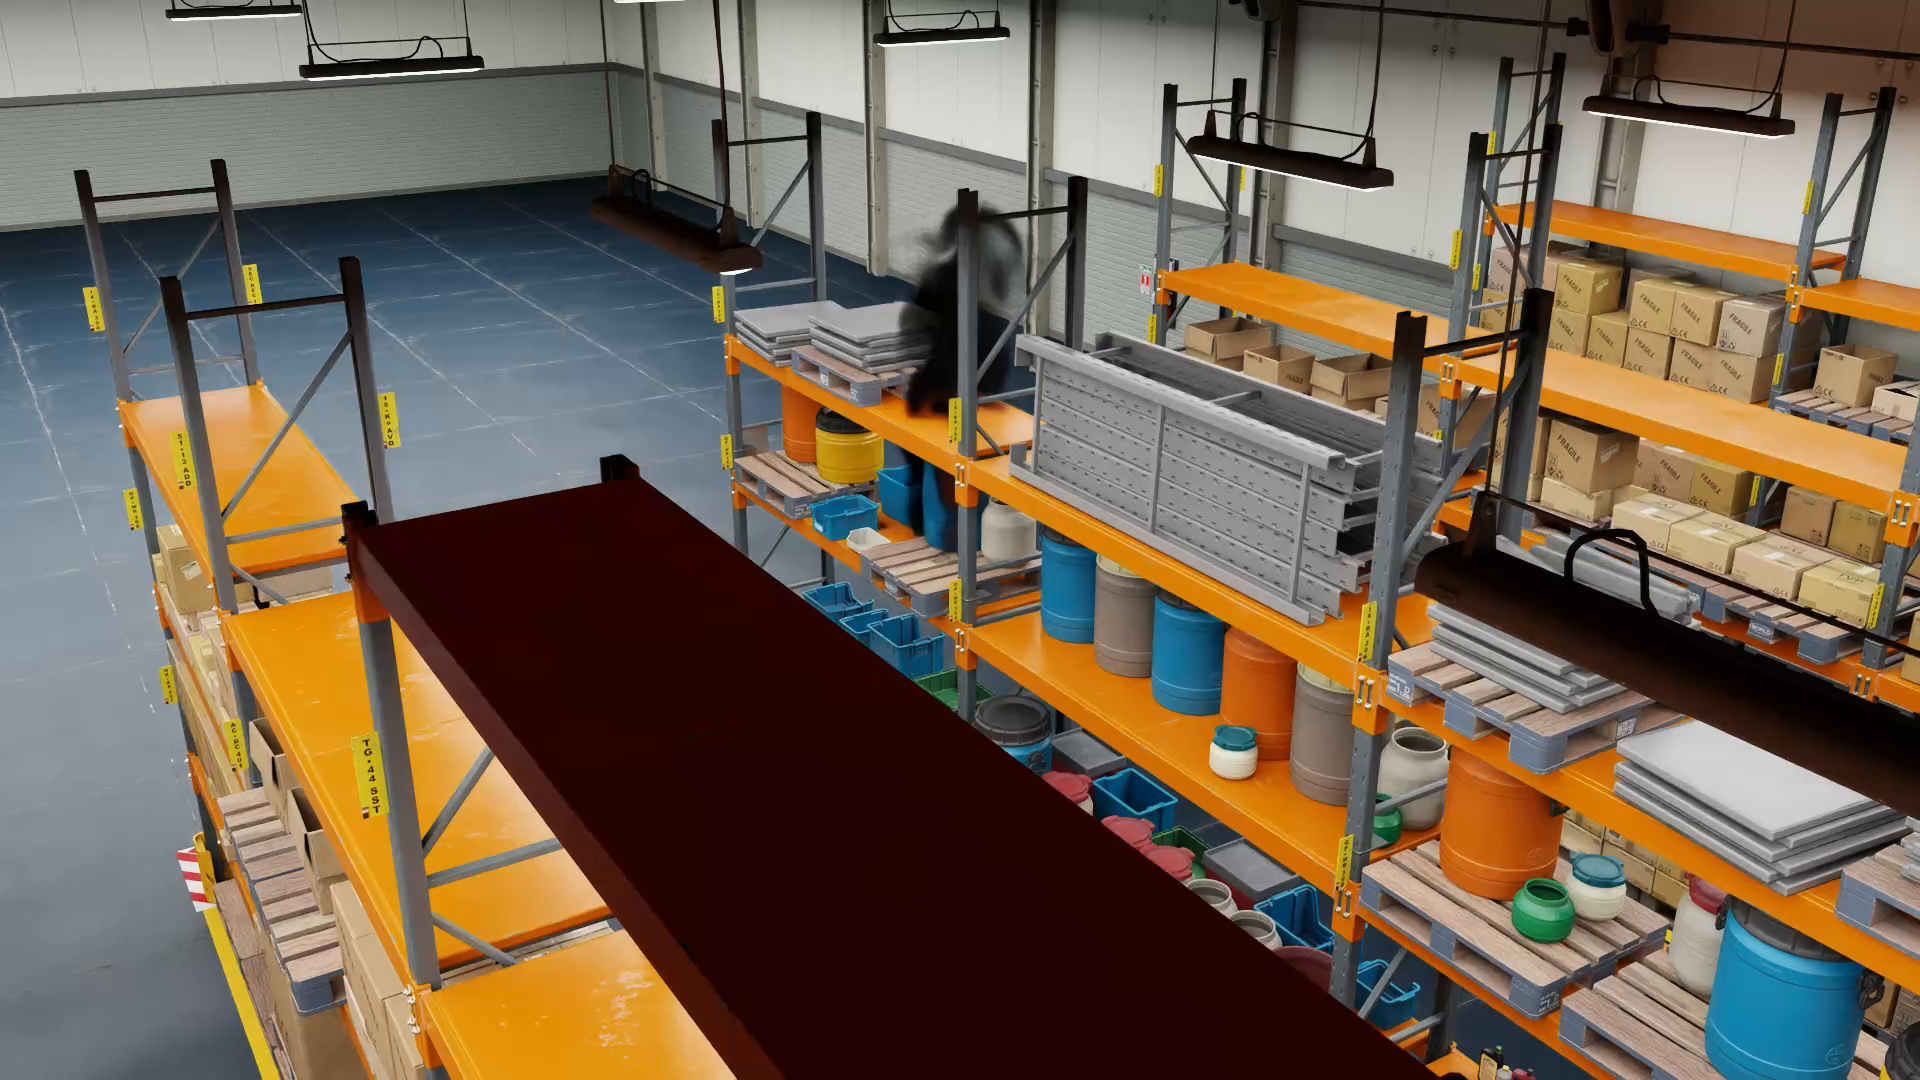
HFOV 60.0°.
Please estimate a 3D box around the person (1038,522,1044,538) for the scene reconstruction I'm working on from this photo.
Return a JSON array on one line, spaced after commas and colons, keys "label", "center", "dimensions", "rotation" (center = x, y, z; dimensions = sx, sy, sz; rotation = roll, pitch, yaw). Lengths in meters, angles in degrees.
[{"label": "person", "center": [1.275, -0.425, 20.067], "dimensions": [0.897, 1.736, 0.730], "rotation": [3, 22, 6]}]
